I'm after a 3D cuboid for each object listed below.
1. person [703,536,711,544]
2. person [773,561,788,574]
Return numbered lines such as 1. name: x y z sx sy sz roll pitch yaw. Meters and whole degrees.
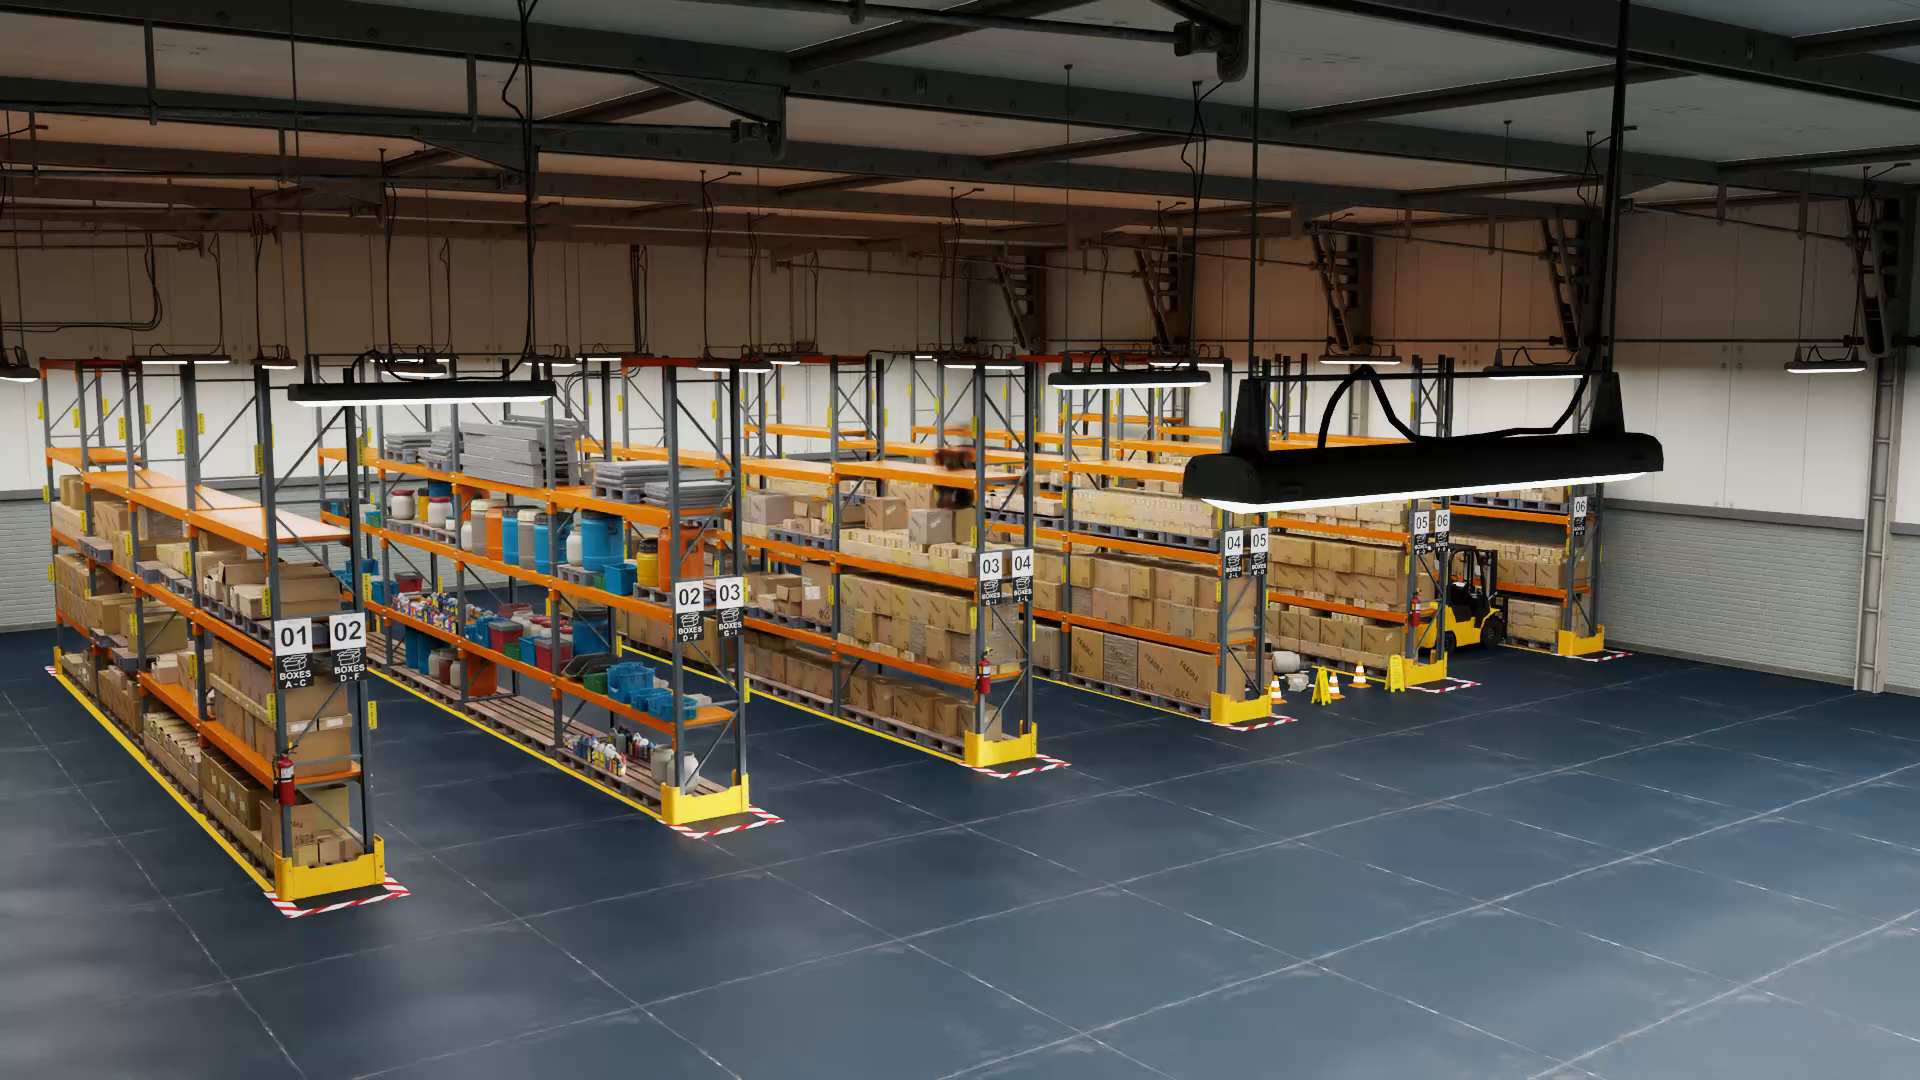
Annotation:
1. person: -6.233 0.664 40.188 0.718 1.730 0.522 4 8 27
2. person: -4.686 0.329 42.954 0.582 1.699 0.920 4 8 28
